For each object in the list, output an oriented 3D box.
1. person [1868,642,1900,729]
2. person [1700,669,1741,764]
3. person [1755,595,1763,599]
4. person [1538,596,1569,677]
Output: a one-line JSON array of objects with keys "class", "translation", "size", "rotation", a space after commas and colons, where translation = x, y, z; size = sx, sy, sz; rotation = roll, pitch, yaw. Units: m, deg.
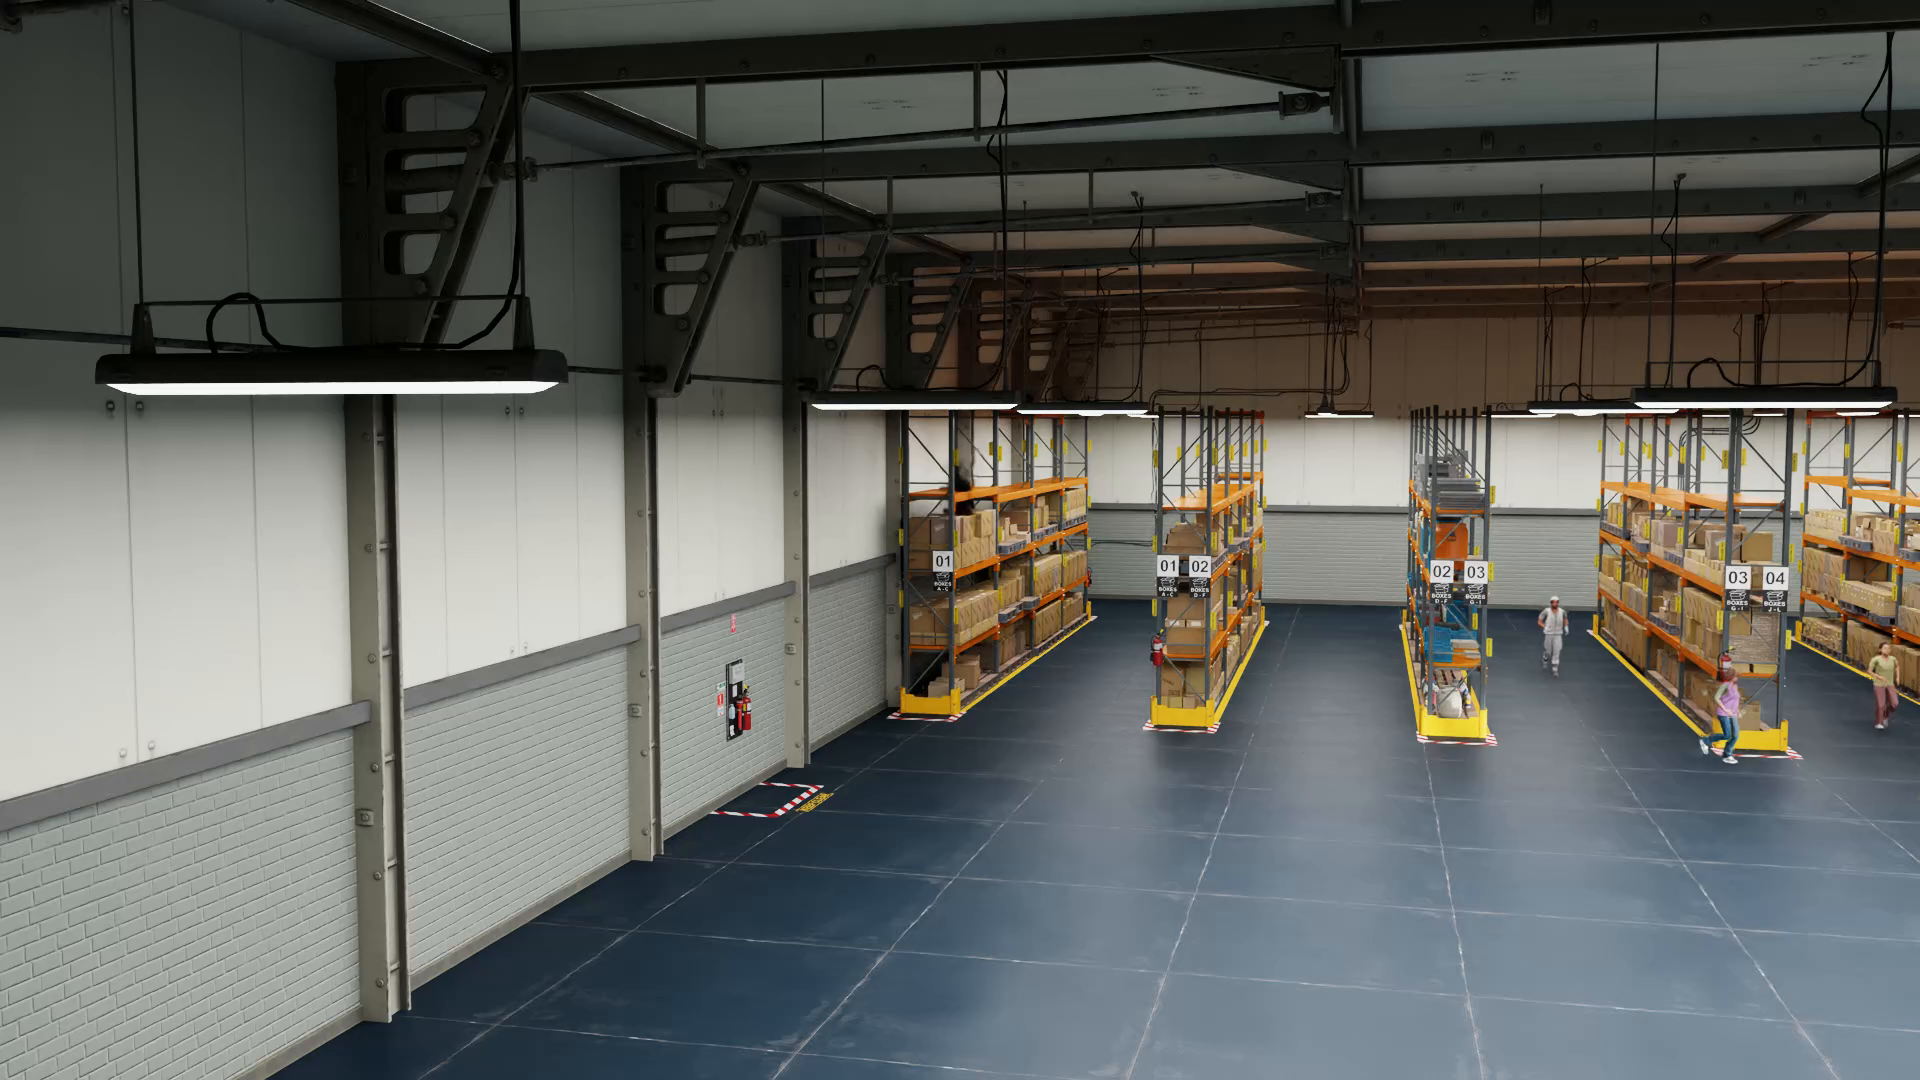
[{"class": "person", "translation": [17.089, 2.694, 30.694], "size": [0.617, 1.624, 0.550], "rotation": [0, 4, 4]}, {"class": "person", "translation": [12.858, 2.939, 27.977], "size": [0.591, 1.558, 0.641], "rotation": [-3, 5, -37]}, {"class": "person", "translation": [20.756, 1.765, 43.783], "size": [0.746, 1.718, 0.774], "rotation": [-3, 5, -34]}, {"class": "person", "translation": [13.363, 2.149, 37.462], "size": [0.669, 1.789, 0.790], "rotation": [0, 4, 6]}]
